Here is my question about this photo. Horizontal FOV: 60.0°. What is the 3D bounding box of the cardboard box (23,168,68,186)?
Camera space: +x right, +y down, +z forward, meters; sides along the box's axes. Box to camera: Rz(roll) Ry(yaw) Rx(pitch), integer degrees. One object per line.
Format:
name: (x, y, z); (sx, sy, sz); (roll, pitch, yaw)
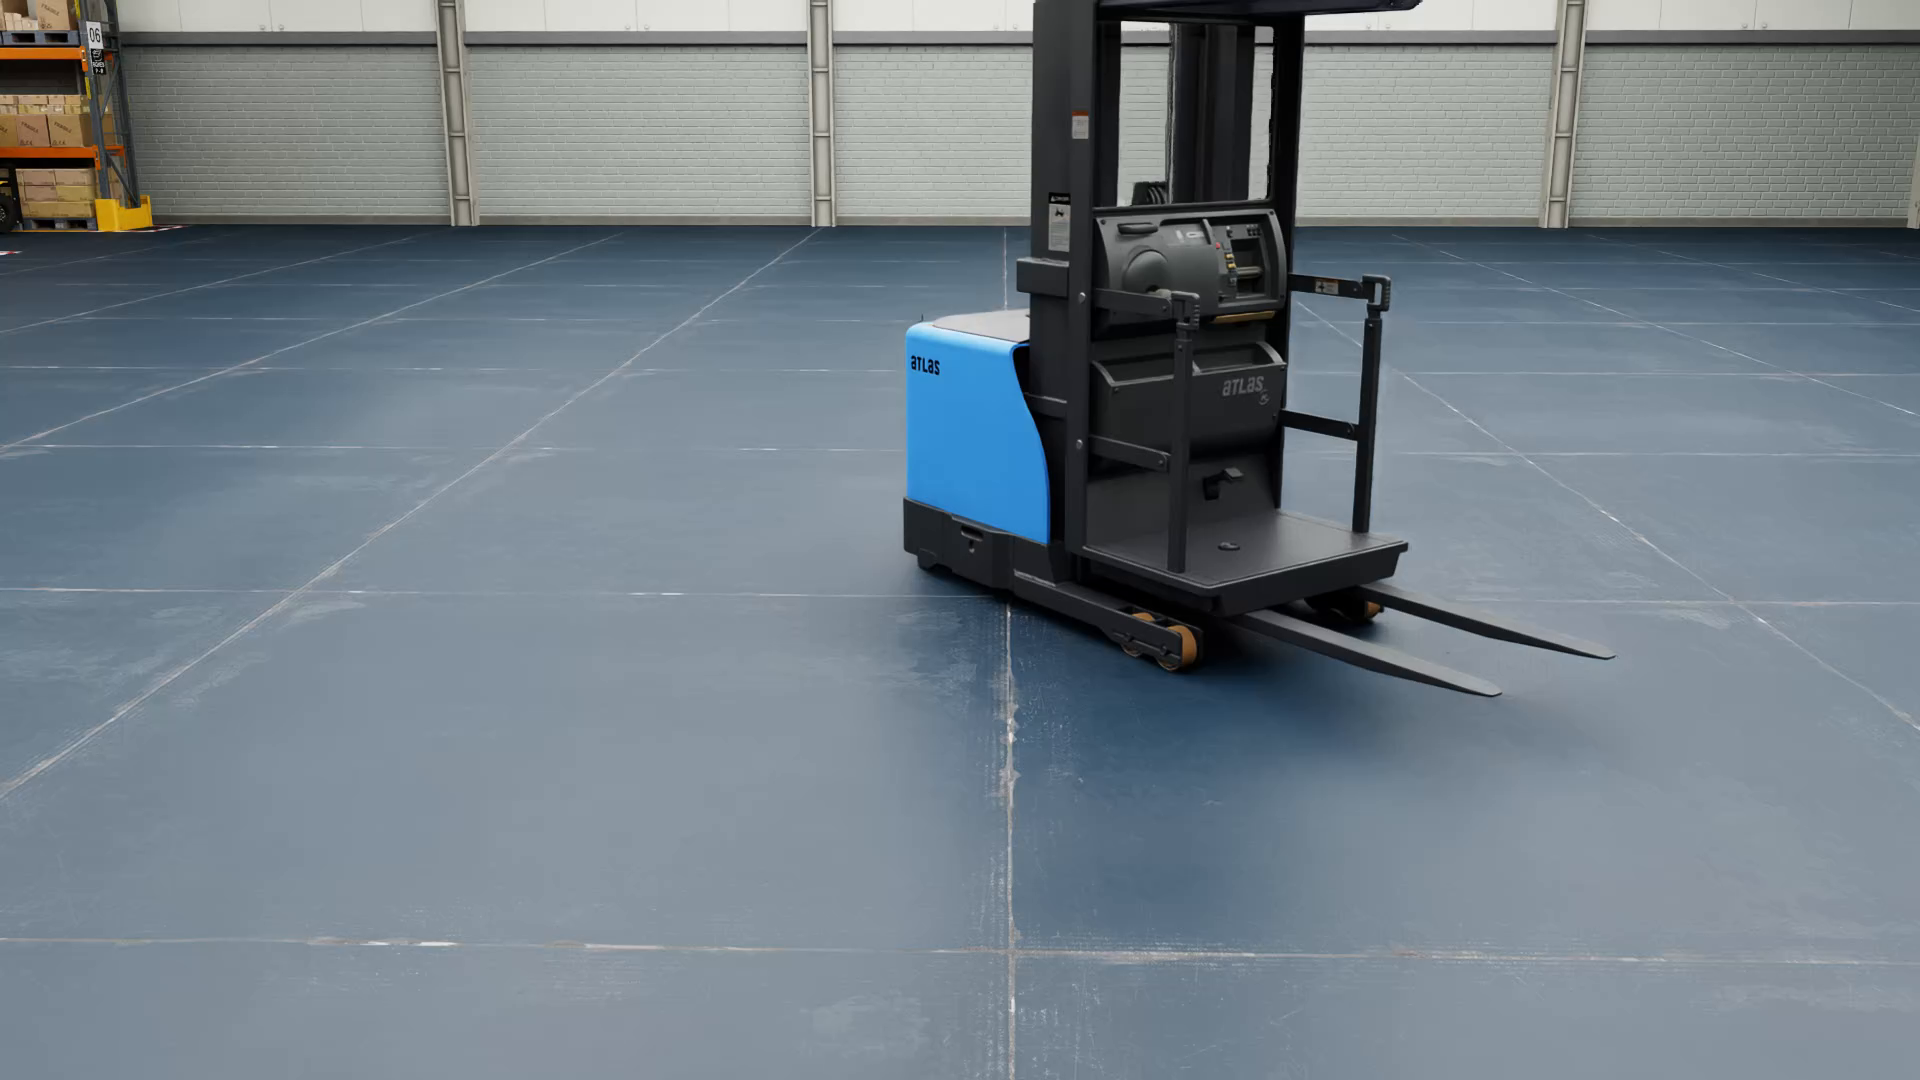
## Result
cardboard box: (-14.555, -5.796, 26.534); (0.500, 0.250, 0.500); (1, 15, 2)

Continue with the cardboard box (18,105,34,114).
cardboard box: (-14.692, -6.822, 26.350); (0.250, 0.149, 0.380); (0, 15, 1)

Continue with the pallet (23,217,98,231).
pallet: (-14.342, -5.159, 26.981); (1.213, 0.211, 1.003); (0, 15, 1)

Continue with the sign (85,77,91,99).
sign: (-13.604, -7.049, 25.945); (0.005, 0.325, 0.100); (0, 15, 1)

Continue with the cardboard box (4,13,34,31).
cardboard box: (-14.666, -8.080, 25.949); (0.258, 0.266, 0.396); (0, 15, 2)

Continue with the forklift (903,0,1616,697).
forklift: (1.021, -1.082, 6.196); (1.130, 2.935, 3.031); (-11, 18, -35)

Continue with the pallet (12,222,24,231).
pallet: (-15.558, -5.168, 27.014); (1.213, 0.211, 1.003); (0, 15, 1)

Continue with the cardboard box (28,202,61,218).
cardboard box: (-14.551, -5.315, 26.672); (0.500, 0.250, 0.500); (0, 15, 1)

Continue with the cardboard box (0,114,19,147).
cardboard box: (-15.106, -6.507, 26.427); (0.500, 0.500, 0.500); (0, 15, 0)

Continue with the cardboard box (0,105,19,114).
cardboard box: (-14.960, -6.812, 26.311); (0.250, 0.149, 0.380); (0, 15, 0)

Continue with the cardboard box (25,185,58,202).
cardboard box: (-14.572, -5.558, 26.613); (0.500, 0.250, 0.500); (0, 15, 1)

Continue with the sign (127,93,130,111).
sign: (-13.556, -7.112, 27.063); (0.005, 0.325, 0.100); (0, 15, 1)

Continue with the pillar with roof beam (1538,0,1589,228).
pillar with roof beam: (9.633, -8.394, 22.016); (0.400, 9.000, 9.100); (0, 15, 1)

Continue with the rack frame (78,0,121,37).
rack frame: (-13.576, -9.414, 25.882); (0.127, 3.000, 1.000); (0, 15, 1)

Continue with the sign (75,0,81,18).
sign: (-13.604, -8.215, 25.638); (0.005, 0.325, 0.100); (0, 15, 1)

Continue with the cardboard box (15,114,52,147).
cardboard box: (-14.593, -6.504, 26.415); (0.500, 0.500, 0.500); (1, 15, 3)

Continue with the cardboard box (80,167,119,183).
cardboard box: (-14.052, -5.922, 27.012); (0.500, 0.250, 0.500); (0, 15, 1)

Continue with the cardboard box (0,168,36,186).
cardboard box: (-15.060, -5.796, 26.537); (0.500, 0.250, 0.500); (1, 15, 2)

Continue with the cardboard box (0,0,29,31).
cardboard box: (-15.046, -8.236, 26.083); (0.500, 0.500, 0.700); (0, 15, 2)

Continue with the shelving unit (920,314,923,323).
shelving unit: (-0.053, -0.508, 7.707); (0.252, 1.050, 0.215); (0, 15, 1)

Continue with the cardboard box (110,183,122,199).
cardboard box: (-14.041, -5.685, 27.093); (0.500, 0.250, 0.500); (1, 15, 2)

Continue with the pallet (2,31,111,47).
pallet: (-14.282, -7.932, 26.318); (1.213, 0.211, 1.003); (0, 15, 1)

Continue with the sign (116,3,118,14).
sign: (-13.556, -8.566, 26.679); (0.005, 0.325, 0.100); (0, 15, 1)

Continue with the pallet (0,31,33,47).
pallet: (-15.505, -7.939, 26.346); (1.213, 0.211, 1.003); (0, 15, 1)

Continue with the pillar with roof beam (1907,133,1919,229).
pillar with roof beam: (15.631, -8.355, 21.868); (0.400, 9.000, 9.100); (0, 15, 1)

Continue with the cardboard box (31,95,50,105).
cardboard box: (-14.449, -6.956, 26.275); (0.250, 0.149, 0.380); (1, 15, 3)

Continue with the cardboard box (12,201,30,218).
cardboard box: (-15.051, -5.321, 26.693); (0.500, 0.250, 0.500); (1, 15, 2)

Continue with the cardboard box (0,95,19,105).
cardboard box: (-14.960, -6.950, 26.253); (0.250, 0.149, 0.380); (1, 15, 3)

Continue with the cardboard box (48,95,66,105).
cardboard box: (-14.187, -6.961, 26.295); (0.250, 0.149, 0.380); (0, 15, 2)

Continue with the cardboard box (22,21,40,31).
cardboard box: (-14.412, -8.022, 25.957); (0.250, 0.149, 0.380); (0, 15, 0)

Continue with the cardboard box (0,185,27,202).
cardboard box: (-15.089, -5.556, 26.606); (0.500, 0.250, 0.500); (0, 15, 0)

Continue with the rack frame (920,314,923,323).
rack frame: (-0.175, -0.509, 7.710); (0.008, 1.050, 0.200); (0, 15, 1)

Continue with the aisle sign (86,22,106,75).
aisle sign: (-13.518, -7.695, 26.030); (0.004, 0.787, 0.394); (0, 15, 1)

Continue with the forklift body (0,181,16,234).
forklift body: (-15.519, -5.650, 25.039); (1.214, 2.155, 2.313); (0, 15, 1)

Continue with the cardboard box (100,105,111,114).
cardboard box: (-13.909, -6.944, 26.811); (0.250, 0.149, 0.380); (0, 15, 0)

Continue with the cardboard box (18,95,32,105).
cardboard box: (-14.696, -6.977, 26.353); (0.250, 0.149, 0.380); (0, 15, 2)

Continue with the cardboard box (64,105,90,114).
cardboard box: (-13.930, -6.806, 26.290); (0.250, 0.149, 0.380); (1, 15, 2)

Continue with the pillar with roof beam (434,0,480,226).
pillar with roof beam: (-8.361, -8.511, 22.461); (0.400, 9.000, 9.100); (0, 15, 1)

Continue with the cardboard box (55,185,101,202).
cardboard box: (-14.071, -5.552, 26.591); (0.500, 0.250, 0.500); (0, 15, 1)

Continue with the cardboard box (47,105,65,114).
cardboard box: (-14.186, -6.800, 26.267); (0.250, 0.149, 0.380); (1, 15, 2)

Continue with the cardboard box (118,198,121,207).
cardboard box: (-14.062, -5.440, 27.146); (0.500, 0.250, 0.500); (0, 15, 2)

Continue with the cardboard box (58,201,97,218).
cardboard box: (-14.054, -5.309, 26.651); (0.500, 0.250, 0.500); (0, 15, 2)

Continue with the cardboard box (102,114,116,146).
cardboard box: (-14.064, -6.636, 26.915); (0.500, 0.500, 0.500); (1, 15, 3)

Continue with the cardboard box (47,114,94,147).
cardboard box: (-14.075, -6.498, 26.393); (0.500, 0.500, 0.500); (0, 15, 0)

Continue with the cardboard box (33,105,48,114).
cardboard box: (-14.444, -6.817, 26.333); (0.250, 0.149, 0.380); (1, 15, 2)

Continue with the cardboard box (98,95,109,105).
cardboard box: (-13.907, -7.076, 26.729); (0.250, 0.149, 0.380); (0, 15, 0)

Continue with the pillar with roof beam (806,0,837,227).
pillar with roof beam: (-2.363, -8.472, 22.313); (0.400, 9.000, 9.100); (0, 15, 1)

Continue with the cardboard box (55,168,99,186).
cardboard box: (-14.045, -5.794, 26.527); (0.500, 0.250, 0.500); (1, 15, 3)

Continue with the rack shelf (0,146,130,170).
rack shelf: (-15.576, -6.178, 26.788); (4.000, 0.370, 1.077); (0, 15, 1)

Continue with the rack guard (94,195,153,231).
rack guard: (-13.552, -5.305, 26.966); (0.348, 0.500, 1.175); (0, 15, 1)

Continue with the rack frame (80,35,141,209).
rack frame: (-13.576, -6.513, 26.647); (0.127, 3.000, 1.000); (0, 15, 1)

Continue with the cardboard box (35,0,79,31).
cardboard box: (-14.025, -8.204, 25.961); (0.500, 0.500, 0.500); (1, 15, 3)

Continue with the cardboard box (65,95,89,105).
cardboard box: (-13.940, -6.968, 26.319); (0.250, 0.149, 0.380); (0, 15, 2)

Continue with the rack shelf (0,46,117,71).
rack shelf: (-15.576, -7.629, 26.406); (4.000, 0.370, 1.077); (0, 15, 1)

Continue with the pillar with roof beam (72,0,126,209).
pillar with roof beam: (-14.359, -8.551, 22.609); (0.400, 9.000, 9.100); (0, 15, 1)
